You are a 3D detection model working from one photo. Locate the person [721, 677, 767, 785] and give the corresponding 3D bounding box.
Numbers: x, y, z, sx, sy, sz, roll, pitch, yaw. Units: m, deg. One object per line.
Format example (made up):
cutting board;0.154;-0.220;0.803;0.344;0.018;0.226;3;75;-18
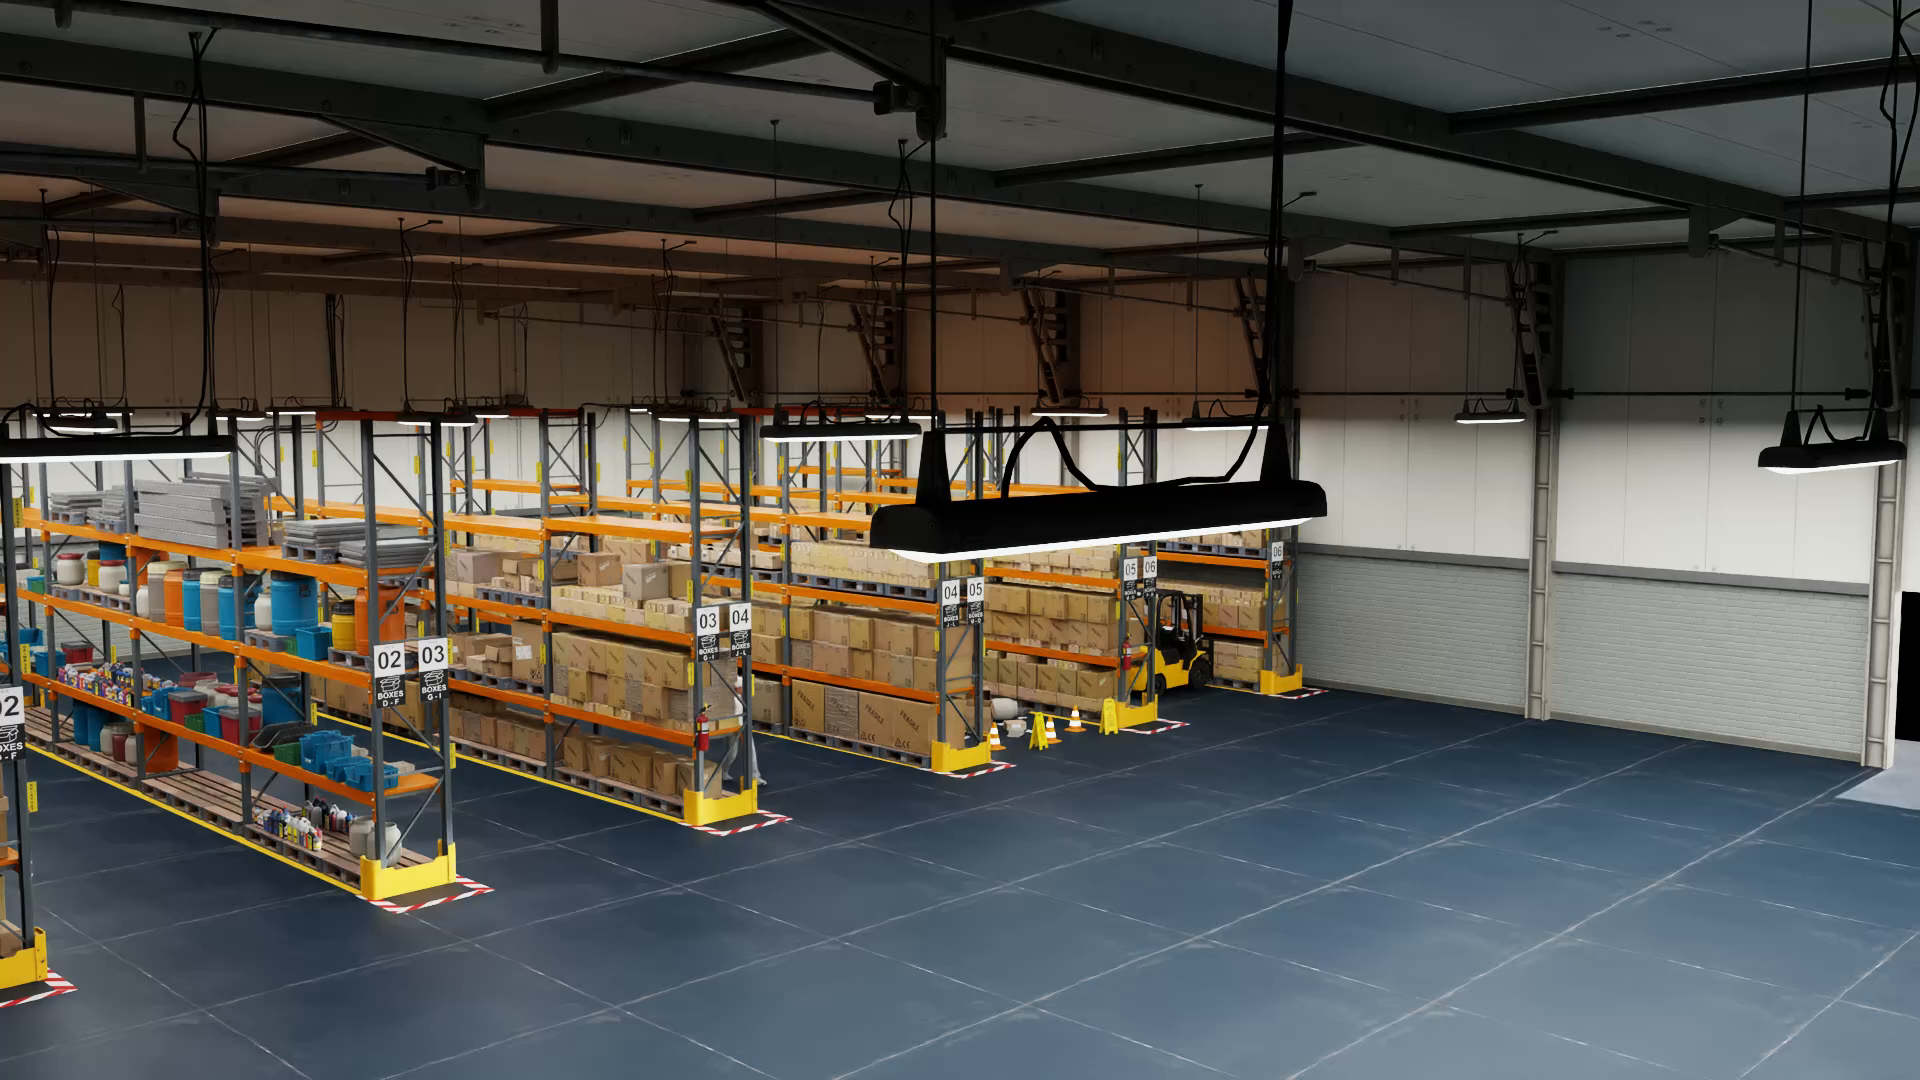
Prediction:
person;-3.523;3.074;26.925;0.967;1.717;0.524;3;6;33
